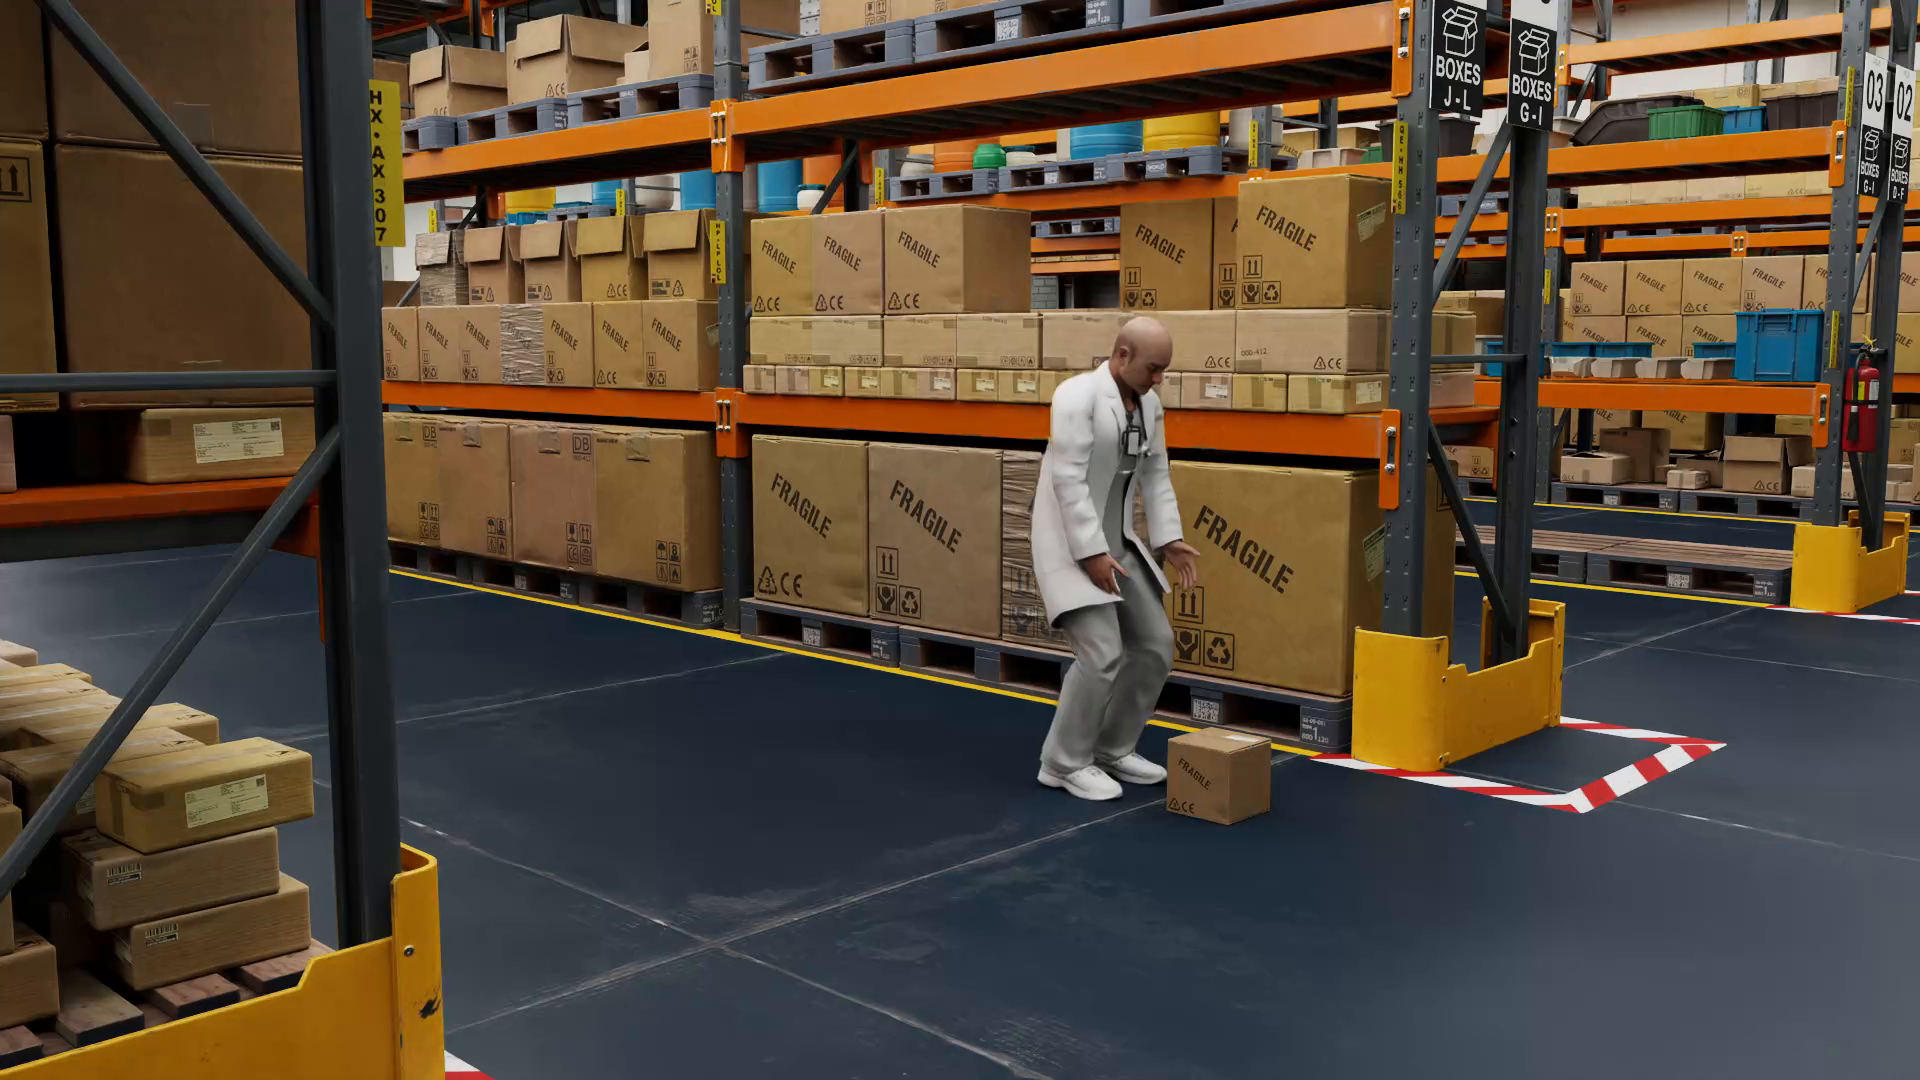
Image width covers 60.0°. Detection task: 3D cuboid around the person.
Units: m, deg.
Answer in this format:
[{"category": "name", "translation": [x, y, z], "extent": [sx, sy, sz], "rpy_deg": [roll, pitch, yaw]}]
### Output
[{"category": "person", "translation": [0.529, 0.050, 5.891], "extent": [0.503, 1.672, 0.607], "rpy_deg": [7, 10, 44]}]
